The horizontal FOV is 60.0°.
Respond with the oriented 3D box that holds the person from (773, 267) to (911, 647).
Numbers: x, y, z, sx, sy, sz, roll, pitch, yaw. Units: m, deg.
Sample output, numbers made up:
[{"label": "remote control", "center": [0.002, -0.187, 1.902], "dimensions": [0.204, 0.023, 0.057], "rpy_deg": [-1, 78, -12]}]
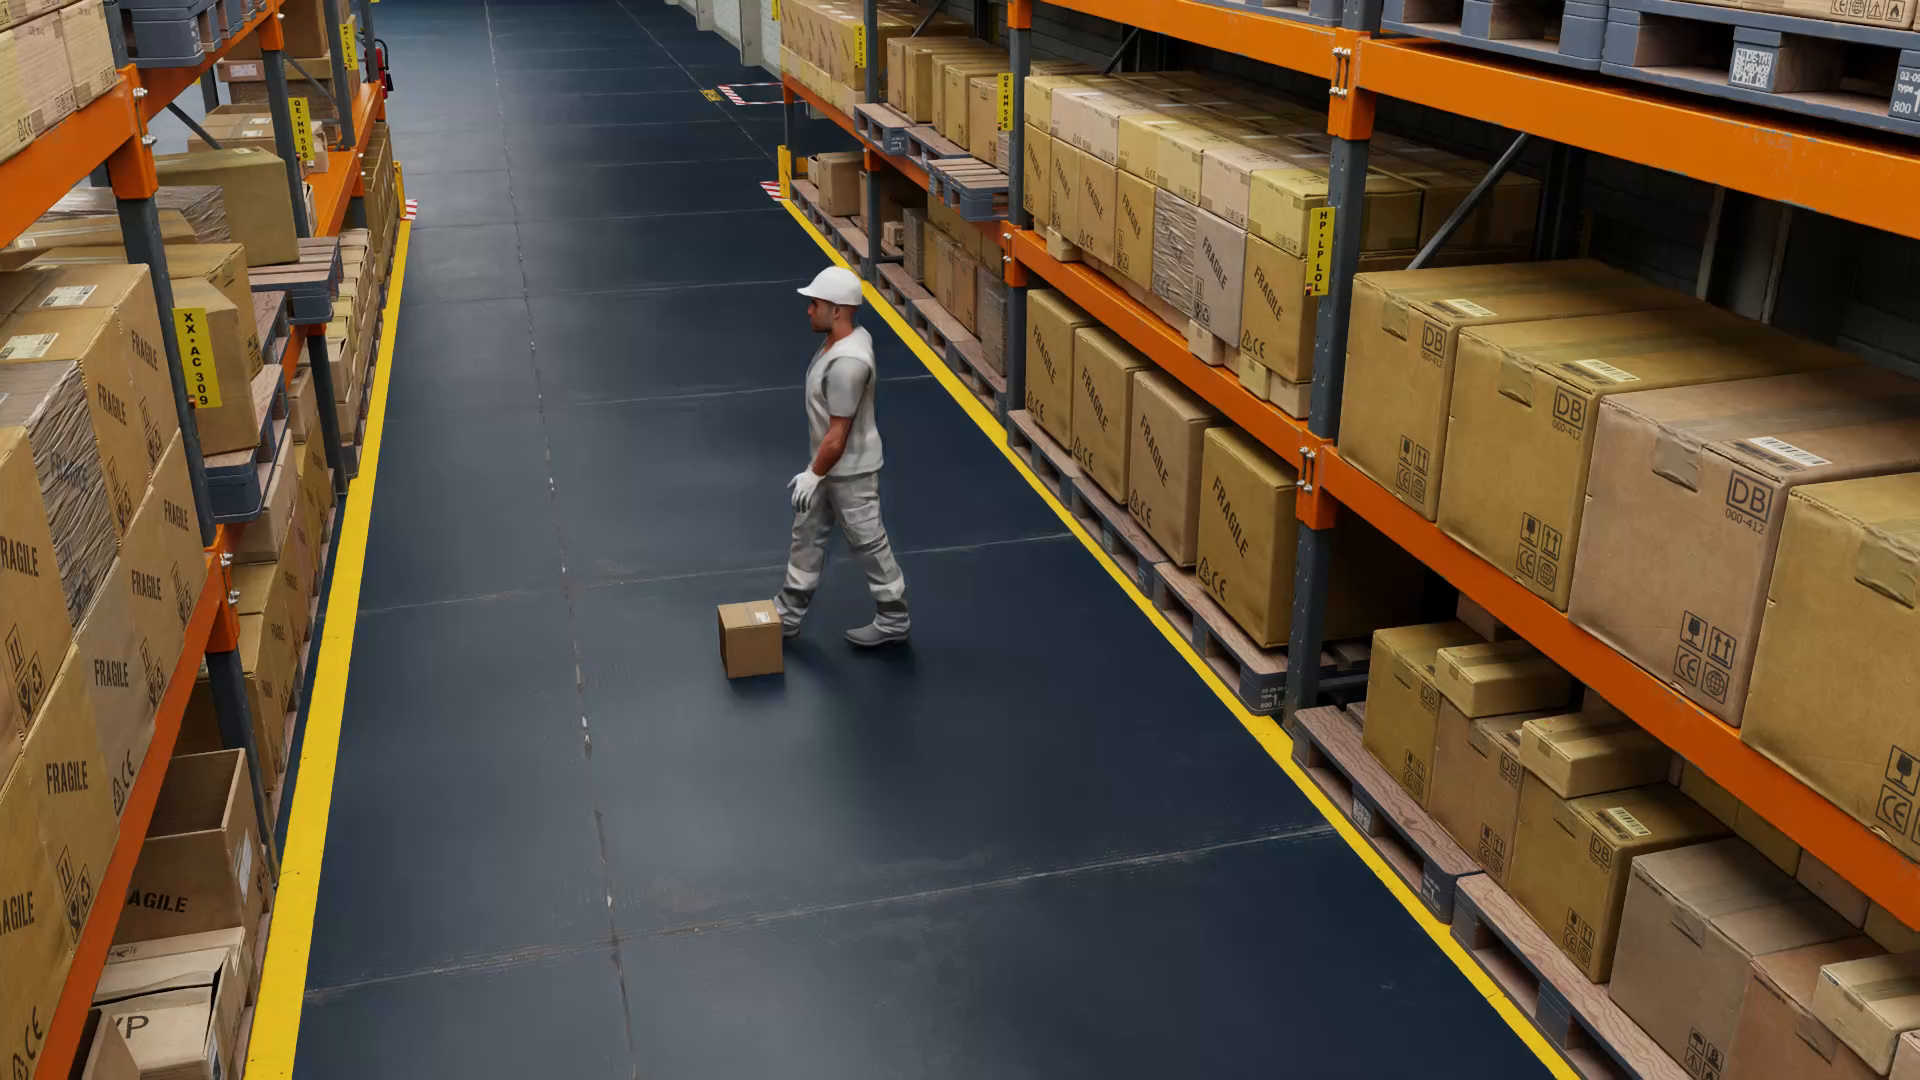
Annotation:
[{"label": "person", "center": [-0.618, -0.324, 7.282], "dimensions": [0.801, 1.764, 0.588], "rpy_deg": [-4, 23, -10]}]
